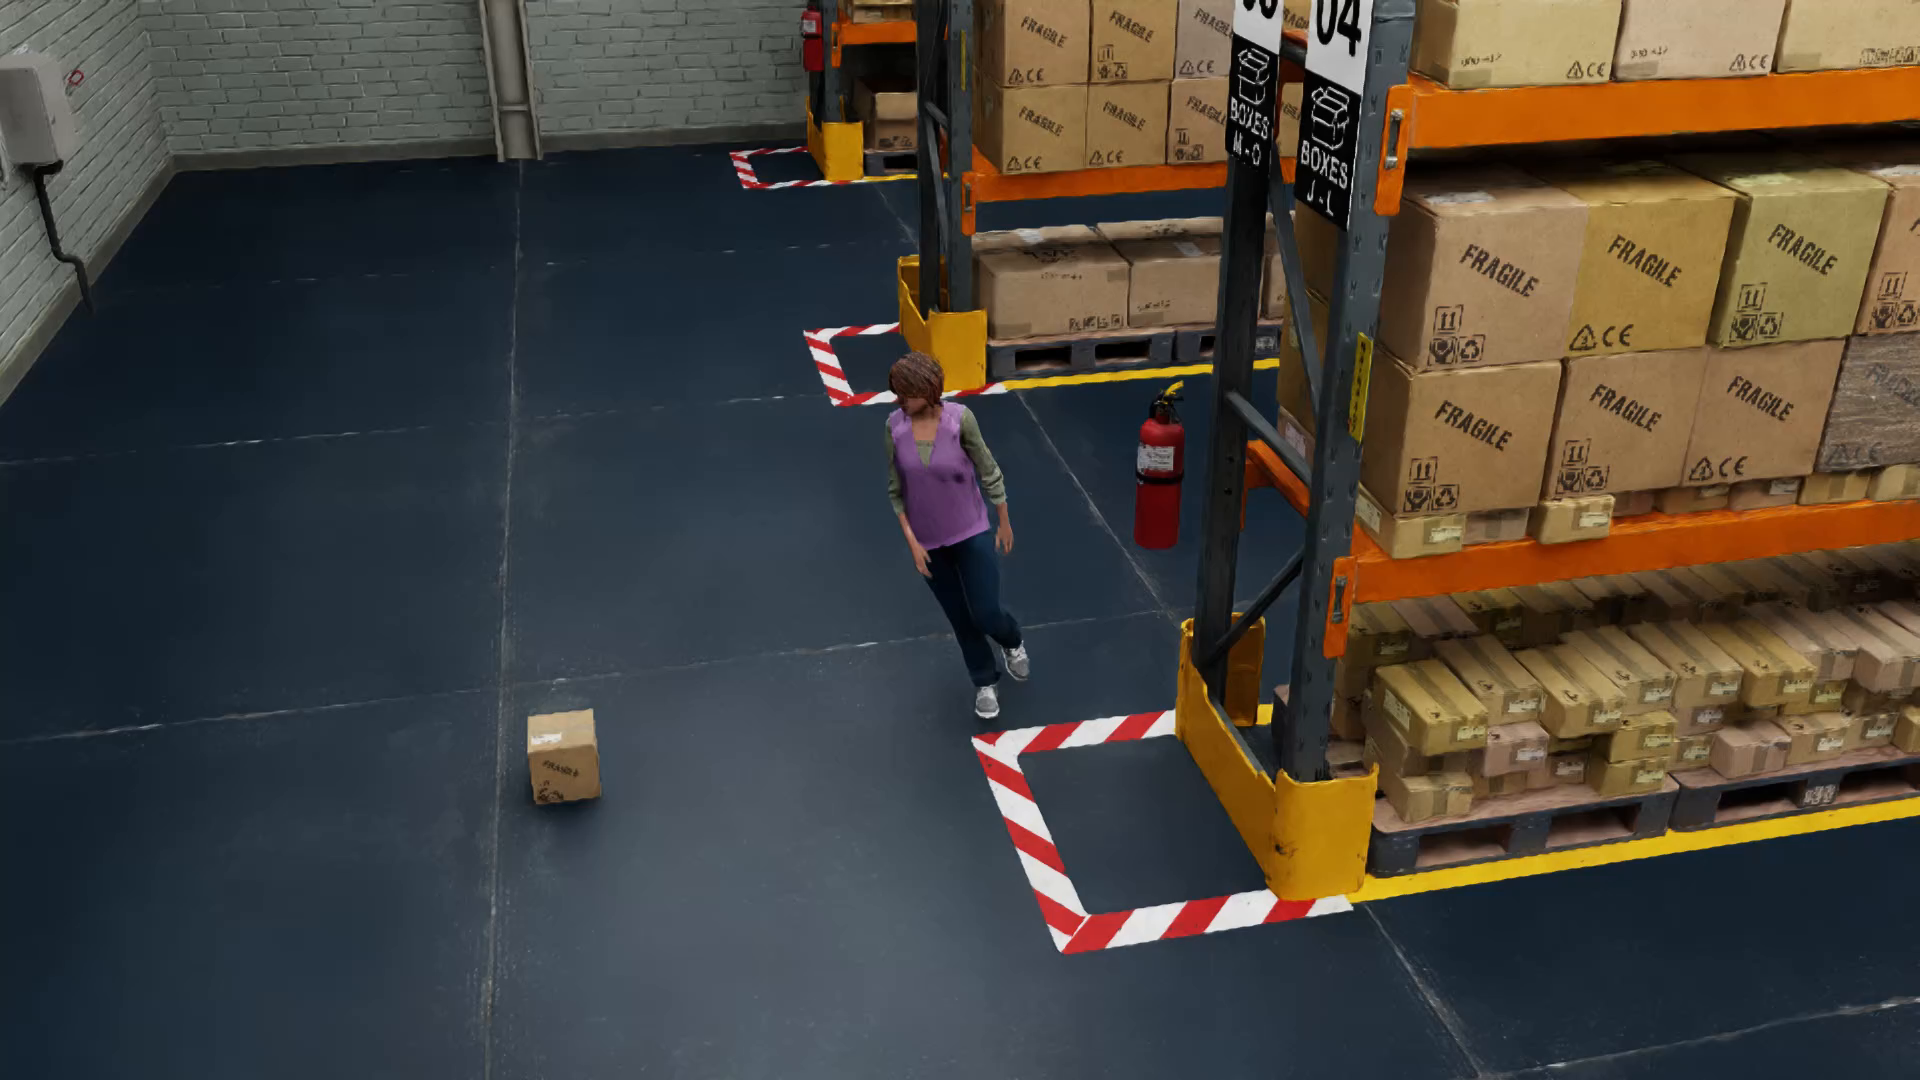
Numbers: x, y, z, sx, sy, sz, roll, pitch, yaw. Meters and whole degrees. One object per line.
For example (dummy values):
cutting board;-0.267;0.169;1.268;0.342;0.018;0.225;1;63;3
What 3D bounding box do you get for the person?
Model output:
person;-0.011;-0.022;6.668;0.570;1.550;0.459;6;28;11
